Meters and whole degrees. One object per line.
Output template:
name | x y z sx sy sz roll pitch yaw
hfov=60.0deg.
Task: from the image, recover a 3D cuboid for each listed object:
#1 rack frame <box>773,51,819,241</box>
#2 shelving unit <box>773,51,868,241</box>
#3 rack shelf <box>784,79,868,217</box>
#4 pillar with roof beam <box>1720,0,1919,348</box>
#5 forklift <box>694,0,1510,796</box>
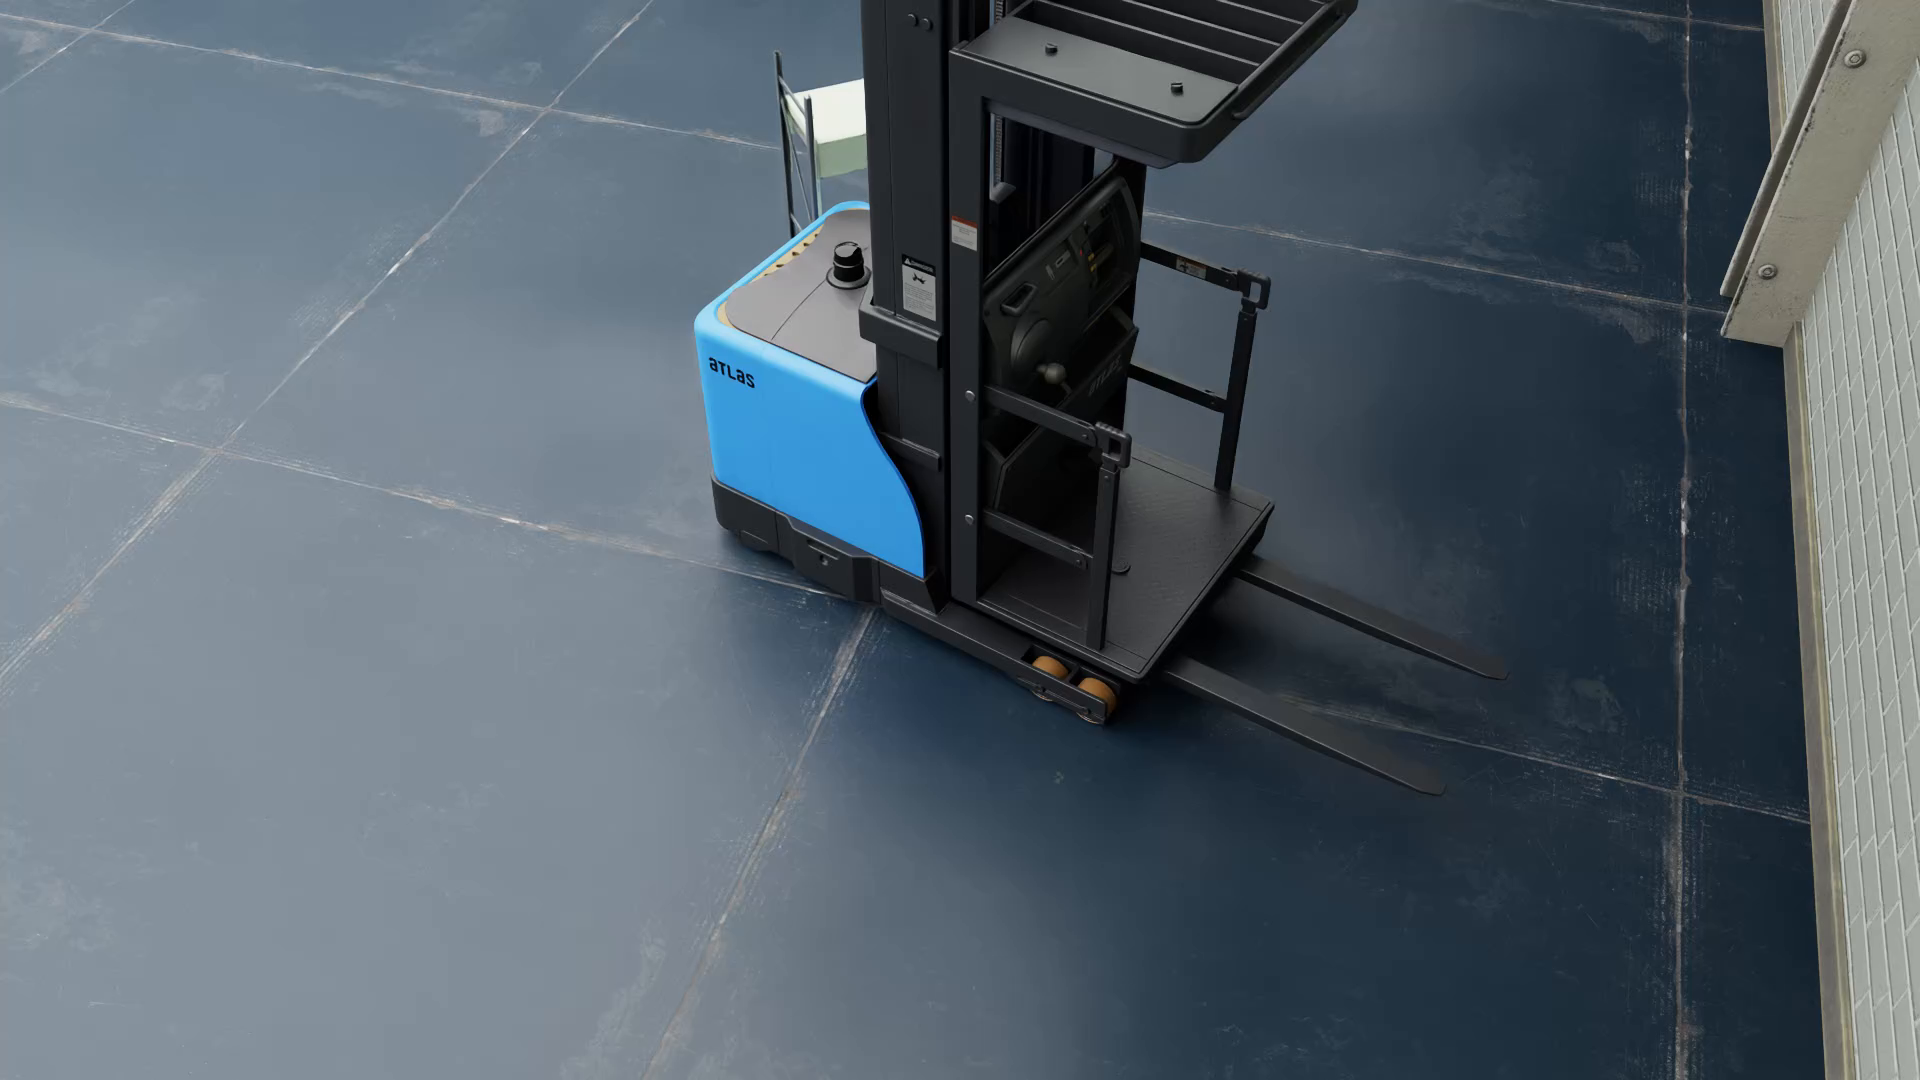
rack frame | -0.652 -1.271 6.976 0.023 1.500 0.400 -17 47 -16
shelving unit | -0.315 -1.371 7.078 0.755 1.500 0.431 -17 47 -16
rack shelf | -0.315 -1.650 6.805 0.720 0.370 0.431 -17 47 -16
pillar with roof beam | -0.365 -5.172 5.601 9.100 9.000 0.400 13 46 13
forklift | 0.524 -0.808 5.480 3.031 2.935 1.130 25 49 23
